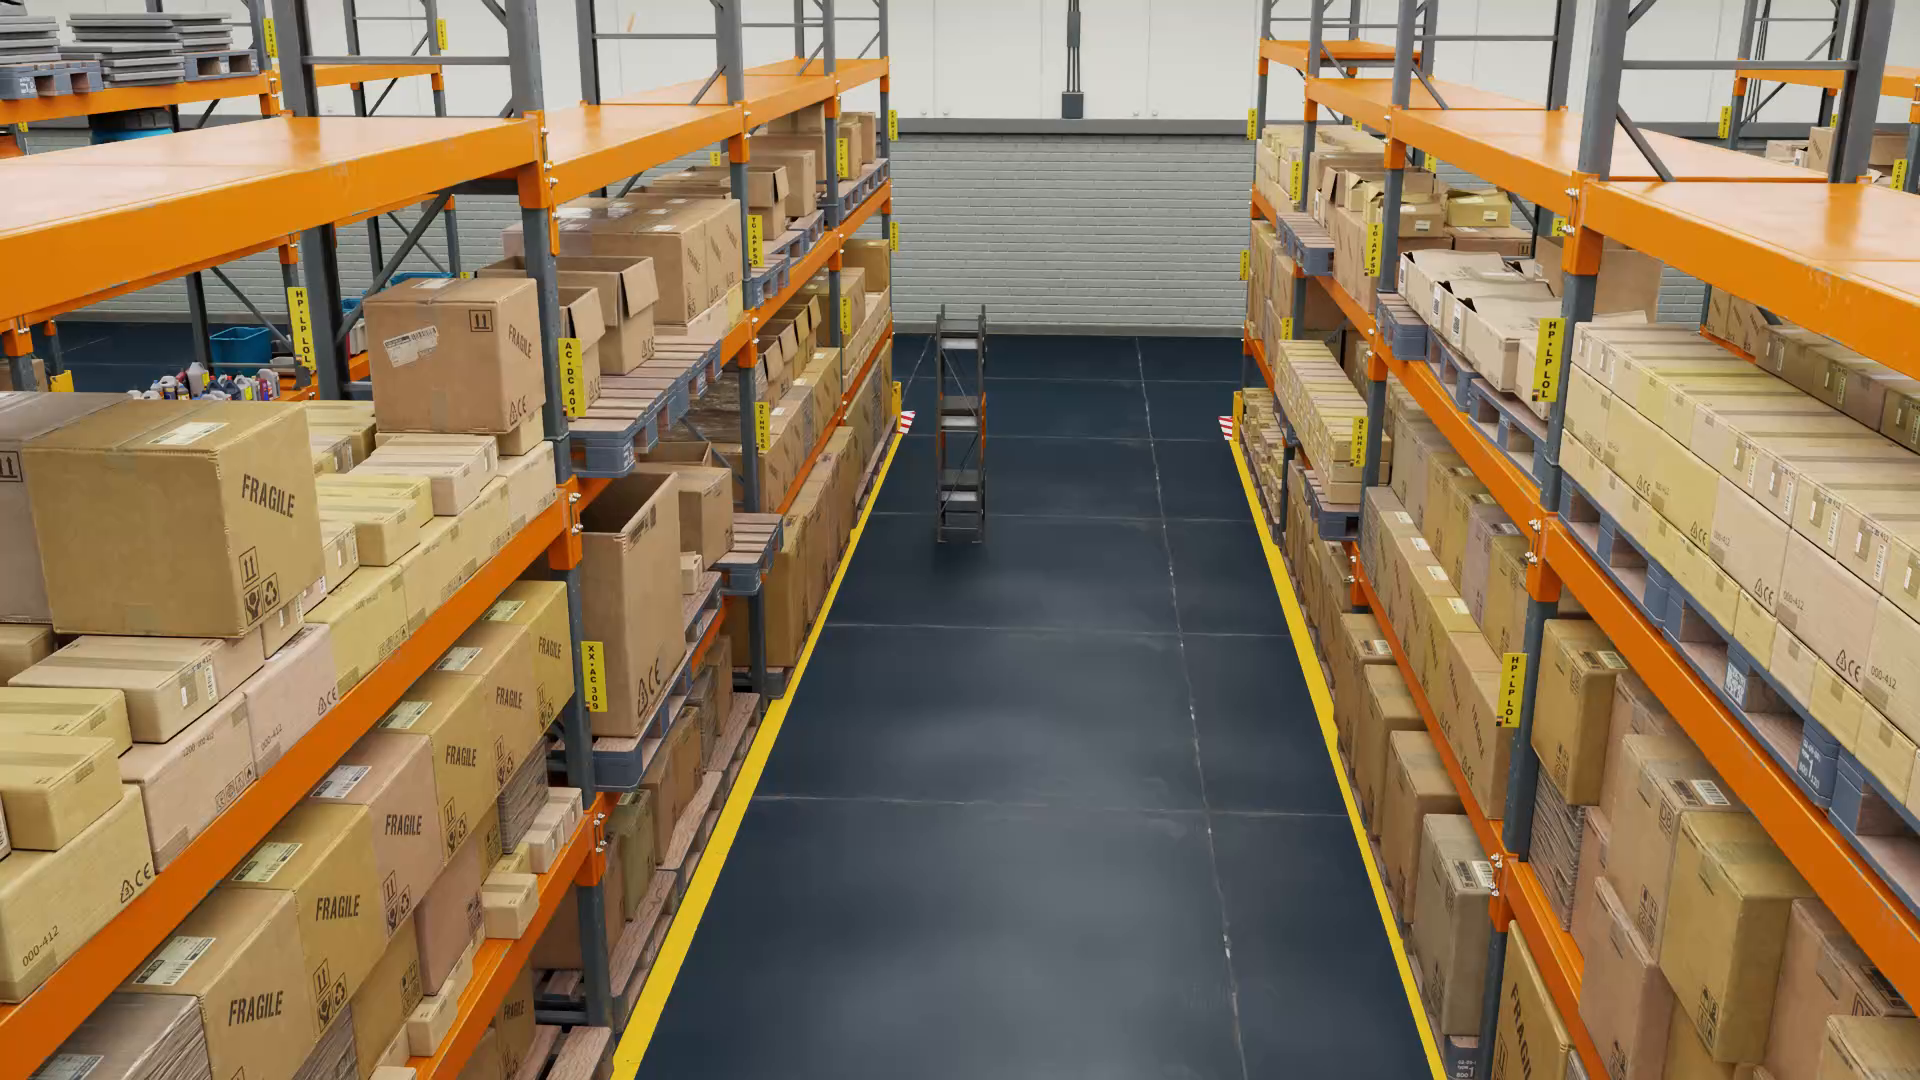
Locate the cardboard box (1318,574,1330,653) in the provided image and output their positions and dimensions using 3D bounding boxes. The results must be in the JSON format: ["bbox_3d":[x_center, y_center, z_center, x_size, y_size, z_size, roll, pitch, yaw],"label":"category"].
[{"bbox_3d":[2.919,0.513,12.206,0.500,0.500,0.500,2,18,6],"label":"cardboard box"}]

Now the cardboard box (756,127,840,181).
[{"bbox_3d":[-1.522,-3.619,15.665,0.700,0.500,0.500,2,18,7],"label":"cardboard box"}]

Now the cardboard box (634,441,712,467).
[{"bbox_3d":[-1.847,-0.324,10.587,0.500,0.500,0.500,-1,18,-3],"label":"cardboard box"}]

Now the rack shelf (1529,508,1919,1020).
[{"bbox_3d":[2.662,0.676,4.706,1.077,0.370,4.000,1,18,4],"label":"rack shelf"}]

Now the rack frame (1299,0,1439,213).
[{"bbox_3d":[3.378,-4.197,13.606,1.000,3.000,0.127,1,18,4],"label":"rack frame"}]

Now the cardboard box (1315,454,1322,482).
[{"bbox_3d":[2.706,-0.504,11.700,0.380,0.149,0.250,2,18,5],"label":"cardboard box"}]

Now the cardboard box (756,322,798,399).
[{"bbox_3d":[-1.689,-1.407,12.956,0.797,0.503,0.637,2,18,6],"label":"cardboard box"}]

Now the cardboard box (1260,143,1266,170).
[{"bbox_3d":[3.338,-3.887,16.917,0.500,0.250,0.500,1,18,3],"label":"cardboard box"}]

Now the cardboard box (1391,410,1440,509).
[{"bbox_3d":[3.050,-0.487,10.152,0.700,0.500,0.500,1,18,4],"label":"cardboard box"}]

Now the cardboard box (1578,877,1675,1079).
[{"bbox_3d":[2.618,1.519,5.557,0.875,0.550,0.550,1,18,4],"label":"cardboard box"}]

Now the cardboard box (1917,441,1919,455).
[{"bbox_3d":[3.006,-0.281,4.760,0.380,0.149,0.250,1,18,3],"label":"cardboard box"}]

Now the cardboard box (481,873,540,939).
[{"bbox_3d":[-1.869,1.423,6.492,0.380,0.149,0.250,1,18,4],"label":"cardboard box"}]

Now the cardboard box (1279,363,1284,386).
[{"bbox_3d":[2.875,-1.375,13.880,0.380,0.149,0.250,1,18,3],"label":"cardboard box"}]

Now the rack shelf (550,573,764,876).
[{"bbox_3d":[-1.992,0.717,9.399,1.077,0.370,4.000,1,18,4],"label":"rack shelf"}]

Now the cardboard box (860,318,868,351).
[{"bbox_3d":[-1.194,-2.013,16.341,0.500,0.250,0.500,2,18,5],"label":"cardboard box"}]

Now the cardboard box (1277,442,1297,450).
[{"bbox_3d":[3.230,-0.826,15.903,0.380,0.149,0.250,2,18,6],"label":"cardboard box"}]

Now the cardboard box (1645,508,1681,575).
[{"bbox_3d":[2.369,0.007,5.162,0.380,0.149,0.250,1,18,3],"label":"cardboard box"}]

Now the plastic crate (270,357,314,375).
[{"bbox_3d":[-6.326,-1.643,15.774,0.396,0.136,0.243,1,18,4],"label":"plastic crate"}]

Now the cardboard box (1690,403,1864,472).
[{"bbox_3d":[2.350,-0.292,4.796,0.380,0.149,0.250,1,18,4],"label":"cardboard box"}]

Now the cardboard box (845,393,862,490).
[{"bbox_3d":[-1.434,-0.881,15.859,0.875,0.875,0.875,1,18,4],"label":"cardboard box"}]

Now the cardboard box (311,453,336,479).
[{"bbox_3d":[-2.432,-0.208,5.849,0.380,0.149,0.250,2,18,6],"label":"cardboard box"}]

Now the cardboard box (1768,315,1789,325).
[{"bbox_3d":[8.207,-1.943,16.201,0.500,0.500,0.500,2,18,6],"label":"cardboard box"}]

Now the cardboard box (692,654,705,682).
[{"bbox_3d":[-1.894,0.751,10.246,0.500,0.250,0.500,3,18,10],"label":"cardboard box"}]

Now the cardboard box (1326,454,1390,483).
[{"bbox_3d":[2.673,-0.489,11.175,0.380,0.149,0.250,2,18,5],"label":"cardboard box"}]

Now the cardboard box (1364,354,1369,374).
[{"bbox_3d":[3.506,-1.416,13.528,0.380,0.149,0.250,1,18,2],"label":"cardboard box"}]

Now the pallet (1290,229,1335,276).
[{"bbox_3d":[3.157,-2.170,12.541,1.213,0.211,1.003,1,18,4],"label":"pallet"}]

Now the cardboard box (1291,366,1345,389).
[{"bbox_3d":[2.819,-1.273,13.092,0.380,0.149,0.250,1,18,3],"label":"cardboard box"}]

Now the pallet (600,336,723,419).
[{"bbox_3d":[-1.913,-0.851,8.514,1.213,0.211,1.003,1,18,4],"label":"pallet"}]

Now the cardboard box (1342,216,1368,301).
[{"bbox_3d":[2.902,-1.915,11.299,0.500,0.500,0.500,1,18,4],"label":"cardboard box"}]

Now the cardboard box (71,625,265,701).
[{"bbox_3d":[-2.049,0.297,4.309,0.380,0.149,0.250,1,18,4],"label":"cardboard box"}]

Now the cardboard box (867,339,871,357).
[{"bbox_3d":[-1.098,-1.937,16.748,0.380,0.149,0.250,1,18,2],"label":"cardboard box"}]

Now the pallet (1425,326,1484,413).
[{"bbox_3d":[3.021,-0.891,8.637,1.003,0.211,1.213,2,18,6],"label":"pallet"}]

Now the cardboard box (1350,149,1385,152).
[{"bbox_3d":[3.655,-3.375,14.713,0.380,0.149,0.250,1,18,3],"label":"cardboard box"}]

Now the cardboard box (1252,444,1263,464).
[{"bbox_3d":[3.205,-0.883,17.032,0.380,0.149,0.250,0,18,1],"label":"cardboard box"}]

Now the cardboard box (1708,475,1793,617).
[{"bbox_3d":[2.385,0.013,4.505,0.500,0.250,0.500,1,18,4],"label":"cardboard box"}]

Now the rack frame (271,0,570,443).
[{"bbox_3d":[-2.135,-1.854,6.457,1.000,3.000,0.127,1,18,4],"label":"rack frame"}]

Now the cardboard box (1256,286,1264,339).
[{"bbox_3d":[3.297,-2.325,16.890,0.500,0.500,0.500,2,18,5],"label":"cardboard box"}]

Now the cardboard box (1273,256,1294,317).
[{"bbox_3d":[3.174,-2.323,15.277,0.500,0.500,0.500,1,18,2],"label":"cardboard box"}]

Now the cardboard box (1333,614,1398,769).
[{"bbox_3d":[2.958,0.953,10.462,1.050,0.750,0.750,1,18,3],"label":"cardboard box"}]

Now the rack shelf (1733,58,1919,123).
[{"bbox_3d":[8.466,-4.207,15.434,1.077,0.370,4.000,1,18,4],"label":"rack shelf"}]

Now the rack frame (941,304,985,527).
[{"bbox_3d":[0.029,-1.125,15.311,0.400,2.100,0.015,1,18,4],"label":"rack frame"}]

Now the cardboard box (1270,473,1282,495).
[{"bbox_3d":[3.091,-0.521,15.450,0.380,0.149,0.250,0,18,1],"label":"cardboard box"}]

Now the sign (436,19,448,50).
[{"bbox_3d":[-5.665,-5.531,18.196,0.100,0.325,0.005,1,18,4],"label":"sign"}]

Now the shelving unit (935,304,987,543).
[{"bbox_3d":[0.012,-1.049,15.080,0.431,2.100,0.503,1,18,4],"label":"shelving unit"}]

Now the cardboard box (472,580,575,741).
[{"bbox_3d":[-1.893,0.479,6.728,0.500,0.500,0.500,1,18,4],"label":"cardboard box"}]

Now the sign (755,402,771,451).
[{"bbox_3d":[-1.306,-0.749,10.986,0.100,0.325,0.005,1,18,4],"label":"sign"}]

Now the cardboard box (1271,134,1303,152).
[{"bbox_3d":[3.242,-3.875,16.238,0.380,0.149,0.250,2,18,6],"label":"cardboard box"}]

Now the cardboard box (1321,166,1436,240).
[{"bbox_3d":[3.137,-2.543,12.536,0.797,0.503,0.637,1,18,3],"label":"cardboard box"}]

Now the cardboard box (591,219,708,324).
[{"bbox_3d":[-1.710,-1.489,9.198,0.500,0.500,0.500,2,18,5],"label":"cardboard box"}]

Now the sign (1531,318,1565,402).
[{"bbox_3d":[2.263,-0.691,6.388,0.100,0.325,0.005,1,18,4],"label":"sign"}]

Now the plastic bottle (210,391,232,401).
[{"bbox_3d":[-6.270,-1.140,14.110,0.152,0.276,0.135,1,18,4],"label":"plastic bottle"}]

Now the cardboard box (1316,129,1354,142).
[{"bbox_3d":[3.802,-4.105,16.942,0.380,0.149,0.250,1,18,2],"label":"cardboard box"}]

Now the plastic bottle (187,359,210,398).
[{"bbox_3d":[-6.853,-1.460,14.969,0.144,0.351,0.185,1,18,4],"label":"plastic bottle"}]

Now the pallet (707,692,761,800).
[{"bbox_3d":[-1.906,1.322,10.876,1.003,0.211,1.213,1,18,4],"label":"pallet"}]

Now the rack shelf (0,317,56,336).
[{"bbox_3d":[-11.299,-1.990,17.660,1.077,0.370,4.000,1,18,4],"label":"rack shelf"}]
